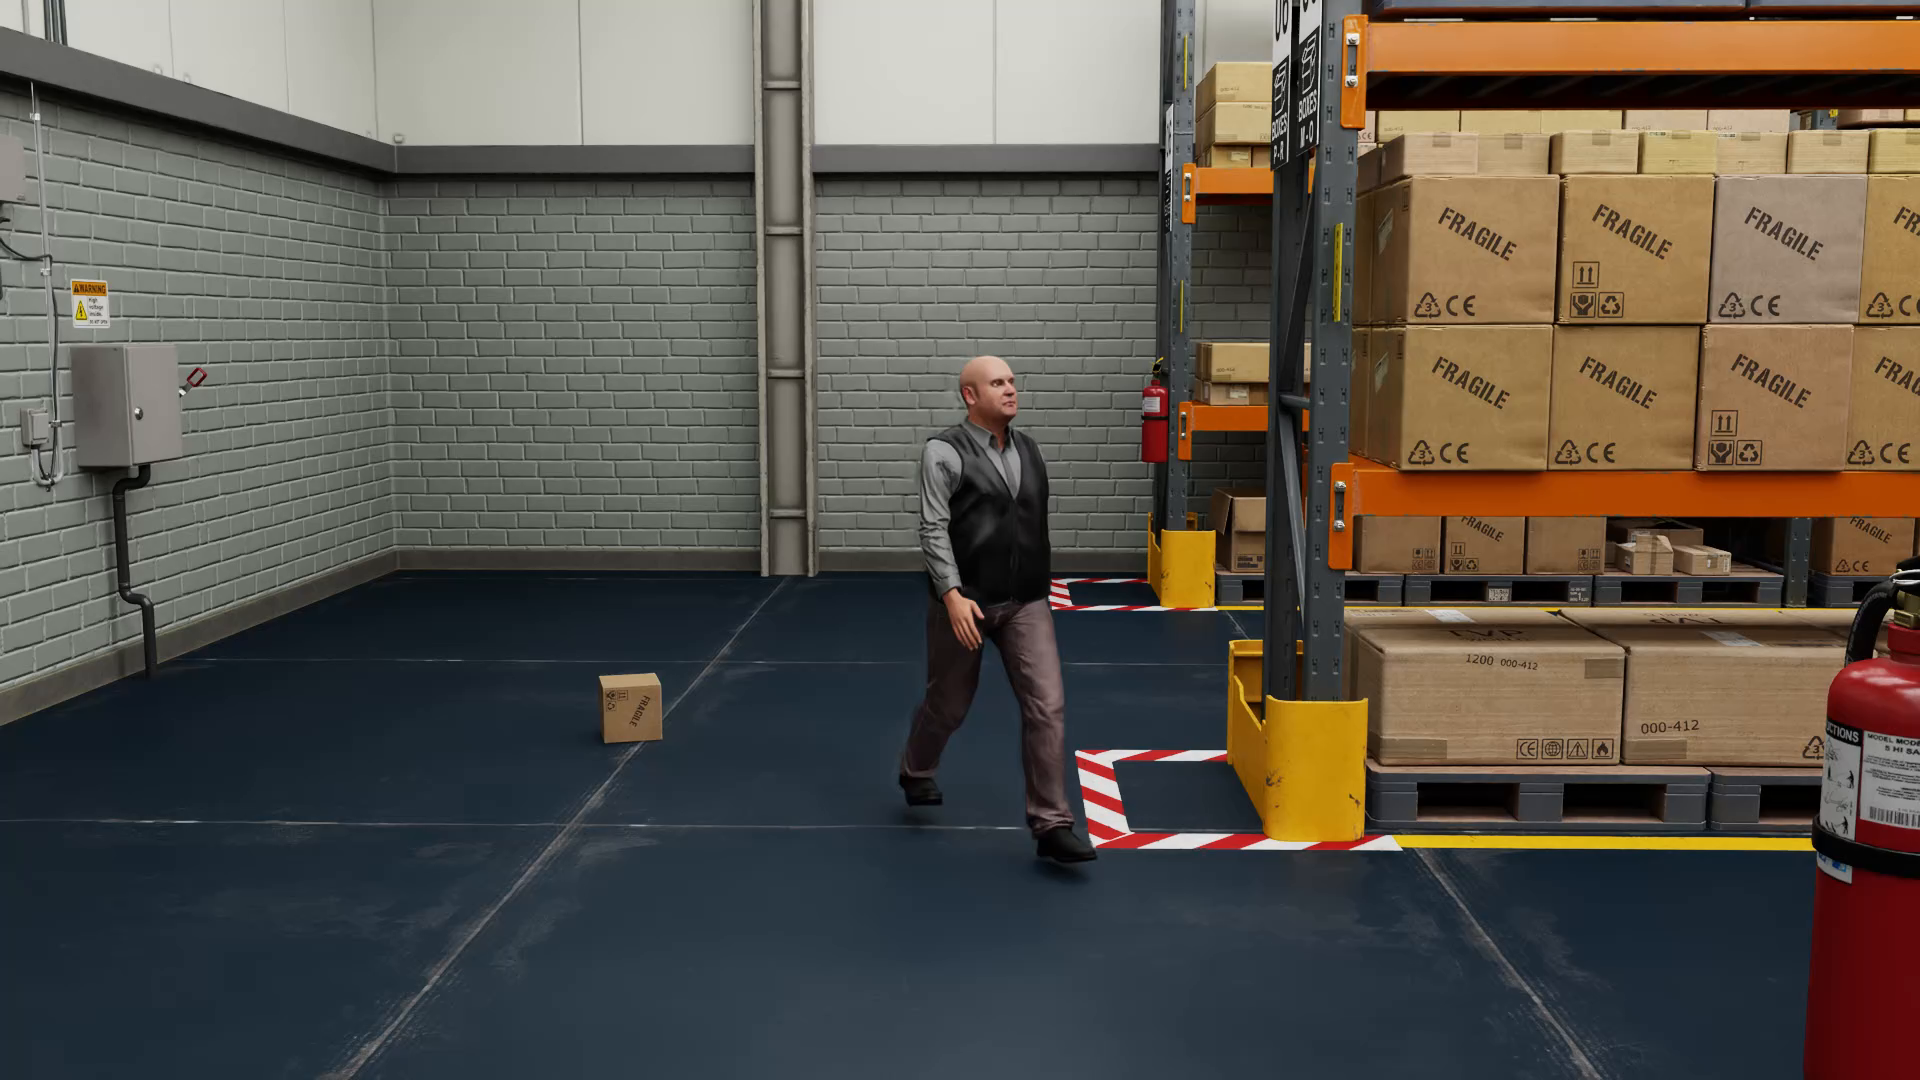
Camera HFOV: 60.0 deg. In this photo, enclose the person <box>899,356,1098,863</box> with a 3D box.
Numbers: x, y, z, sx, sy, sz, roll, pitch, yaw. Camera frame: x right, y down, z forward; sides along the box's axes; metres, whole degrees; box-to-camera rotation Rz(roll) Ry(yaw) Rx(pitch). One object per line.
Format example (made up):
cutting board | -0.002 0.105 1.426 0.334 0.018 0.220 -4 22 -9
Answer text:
person | 0.100 0.213 5.686 0.540 1.676 1.044 -4 8 -26
